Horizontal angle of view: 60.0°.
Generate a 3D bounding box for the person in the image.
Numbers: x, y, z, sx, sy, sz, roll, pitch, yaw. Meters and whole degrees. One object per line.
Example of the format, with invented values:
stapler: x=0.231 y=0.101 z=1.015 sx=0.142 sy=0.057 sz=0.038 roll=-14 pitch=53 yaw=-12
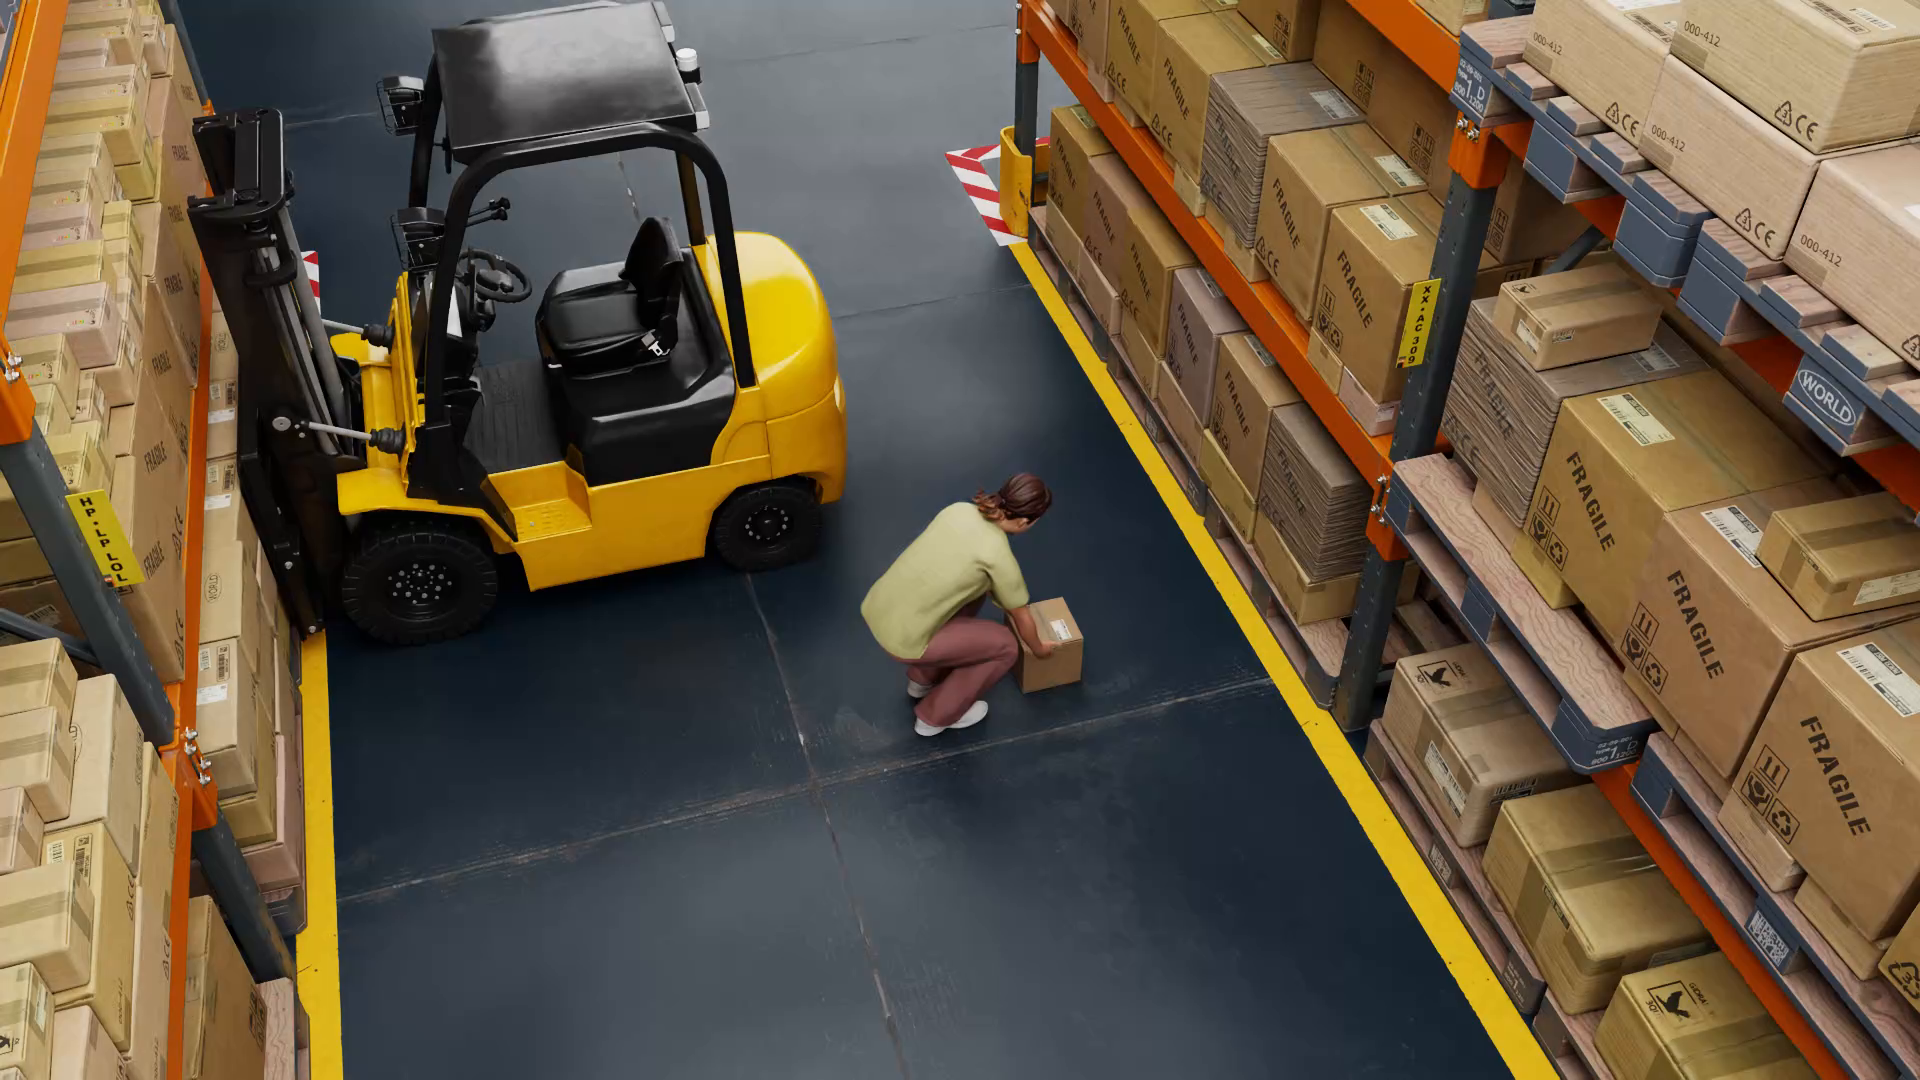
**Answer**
person: x=-0.004 y=0.238 z=6.405 sx=0.782 sy=0.998 sz=0.494 roll=-18 pitch=45 yaw=-18
